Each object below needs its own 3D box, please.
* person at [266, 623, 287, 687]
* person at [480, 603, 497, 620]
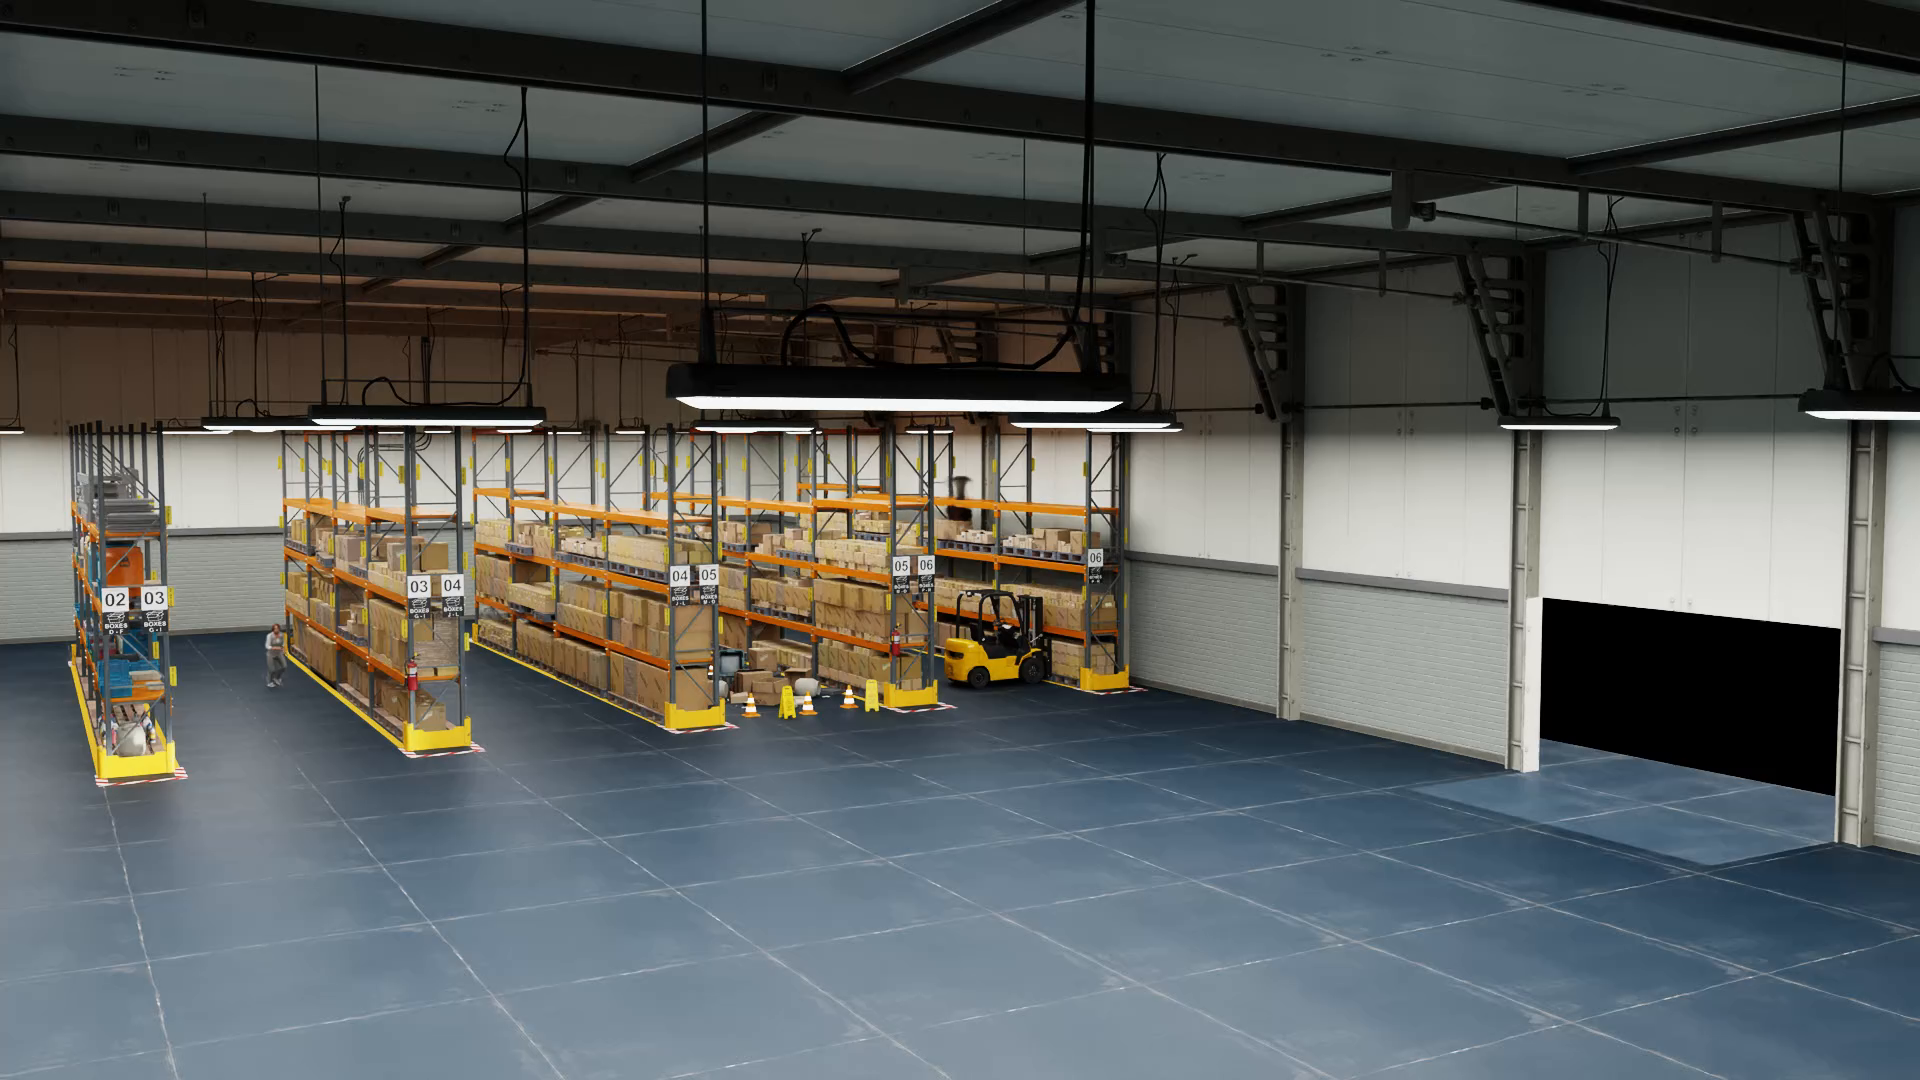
[{"bbox_3d":[-15.579,2.628,37.887,0.546,1.495,0.828,-3,5,-45],"label":"person"},{"bbox_3d":[-13.855,1.912,48.771,0.756,1.708,1.013,1,4,9],"label":"person"}]
